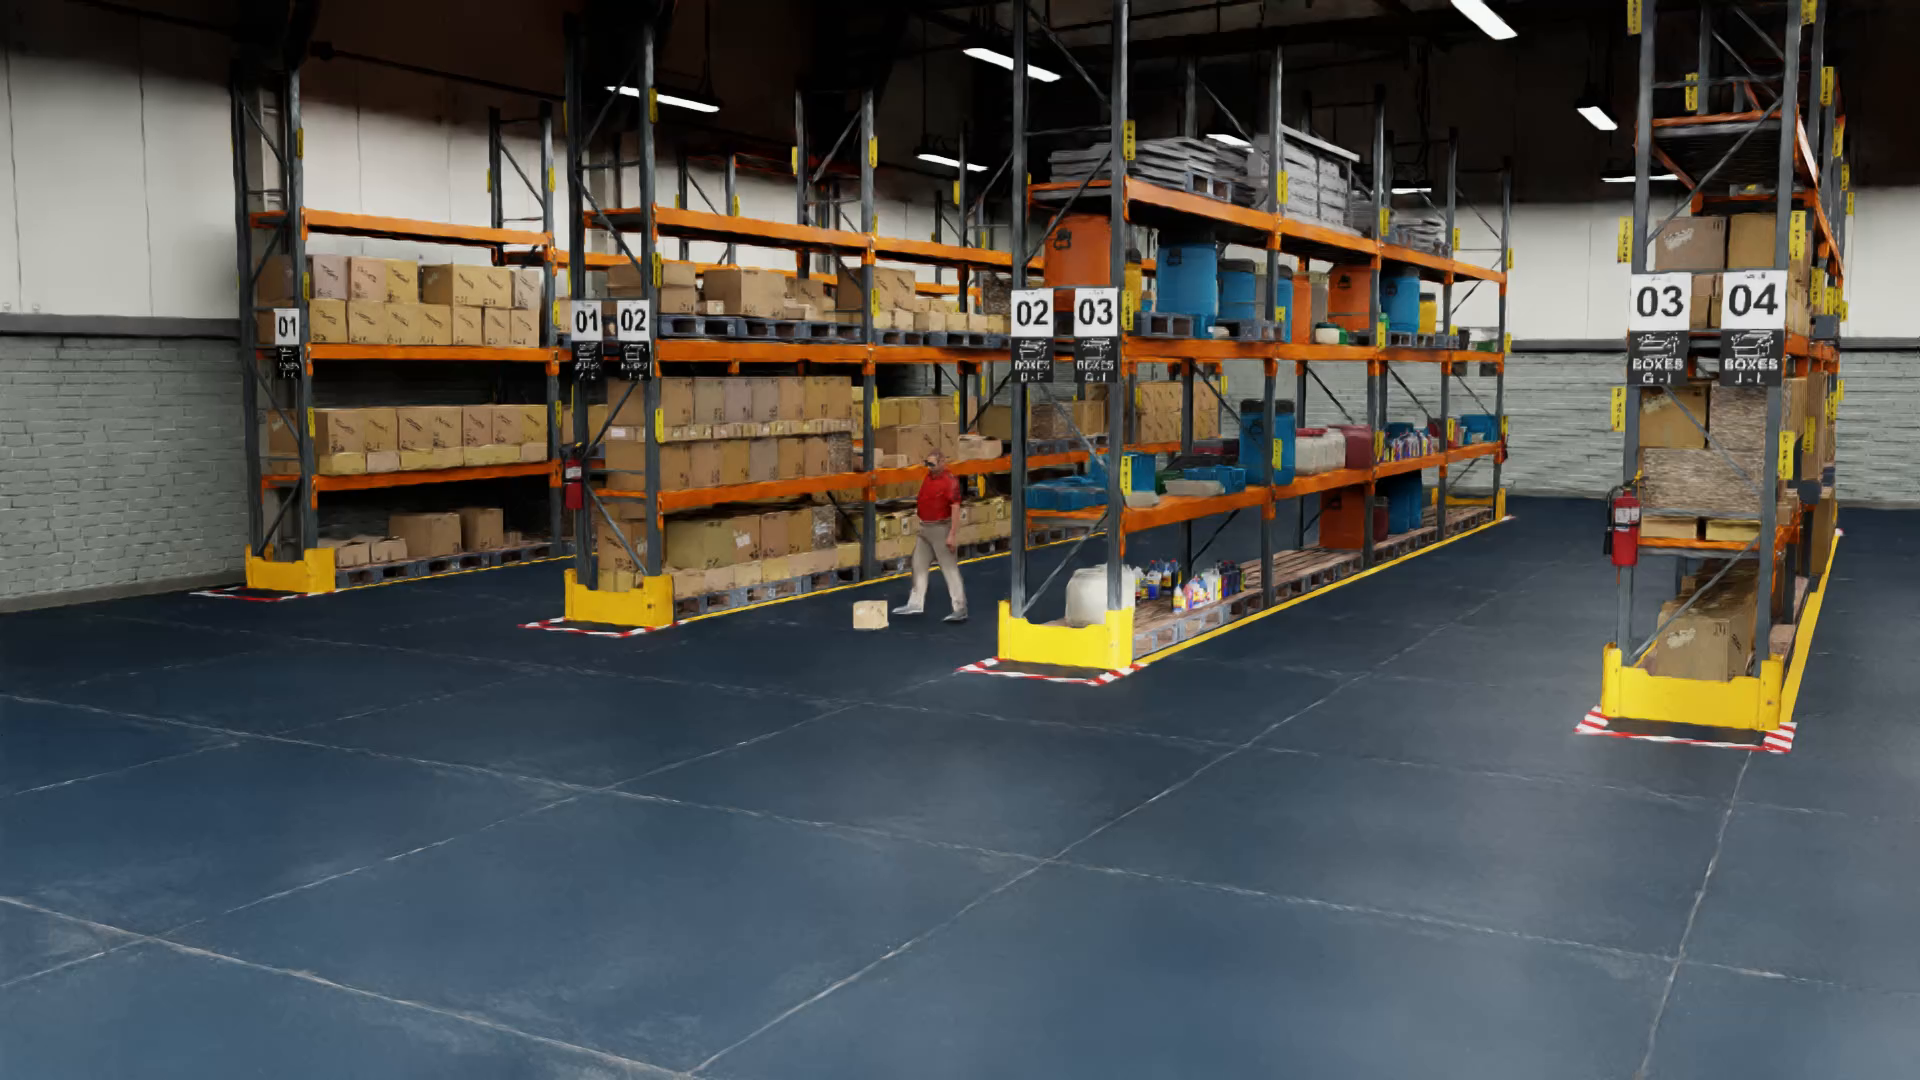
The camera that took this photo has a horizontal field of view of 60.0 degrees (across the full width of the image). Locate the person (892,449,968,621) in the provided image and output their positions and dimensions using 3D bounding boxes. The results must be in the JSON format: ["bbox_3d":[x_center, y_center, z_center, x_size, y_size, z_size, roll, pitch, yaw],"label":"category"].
[{"bbox_3d":[-0.287,-0.069,16.763,0.548,1.716,0.744,-4,7,-33],"label":"person"}]
